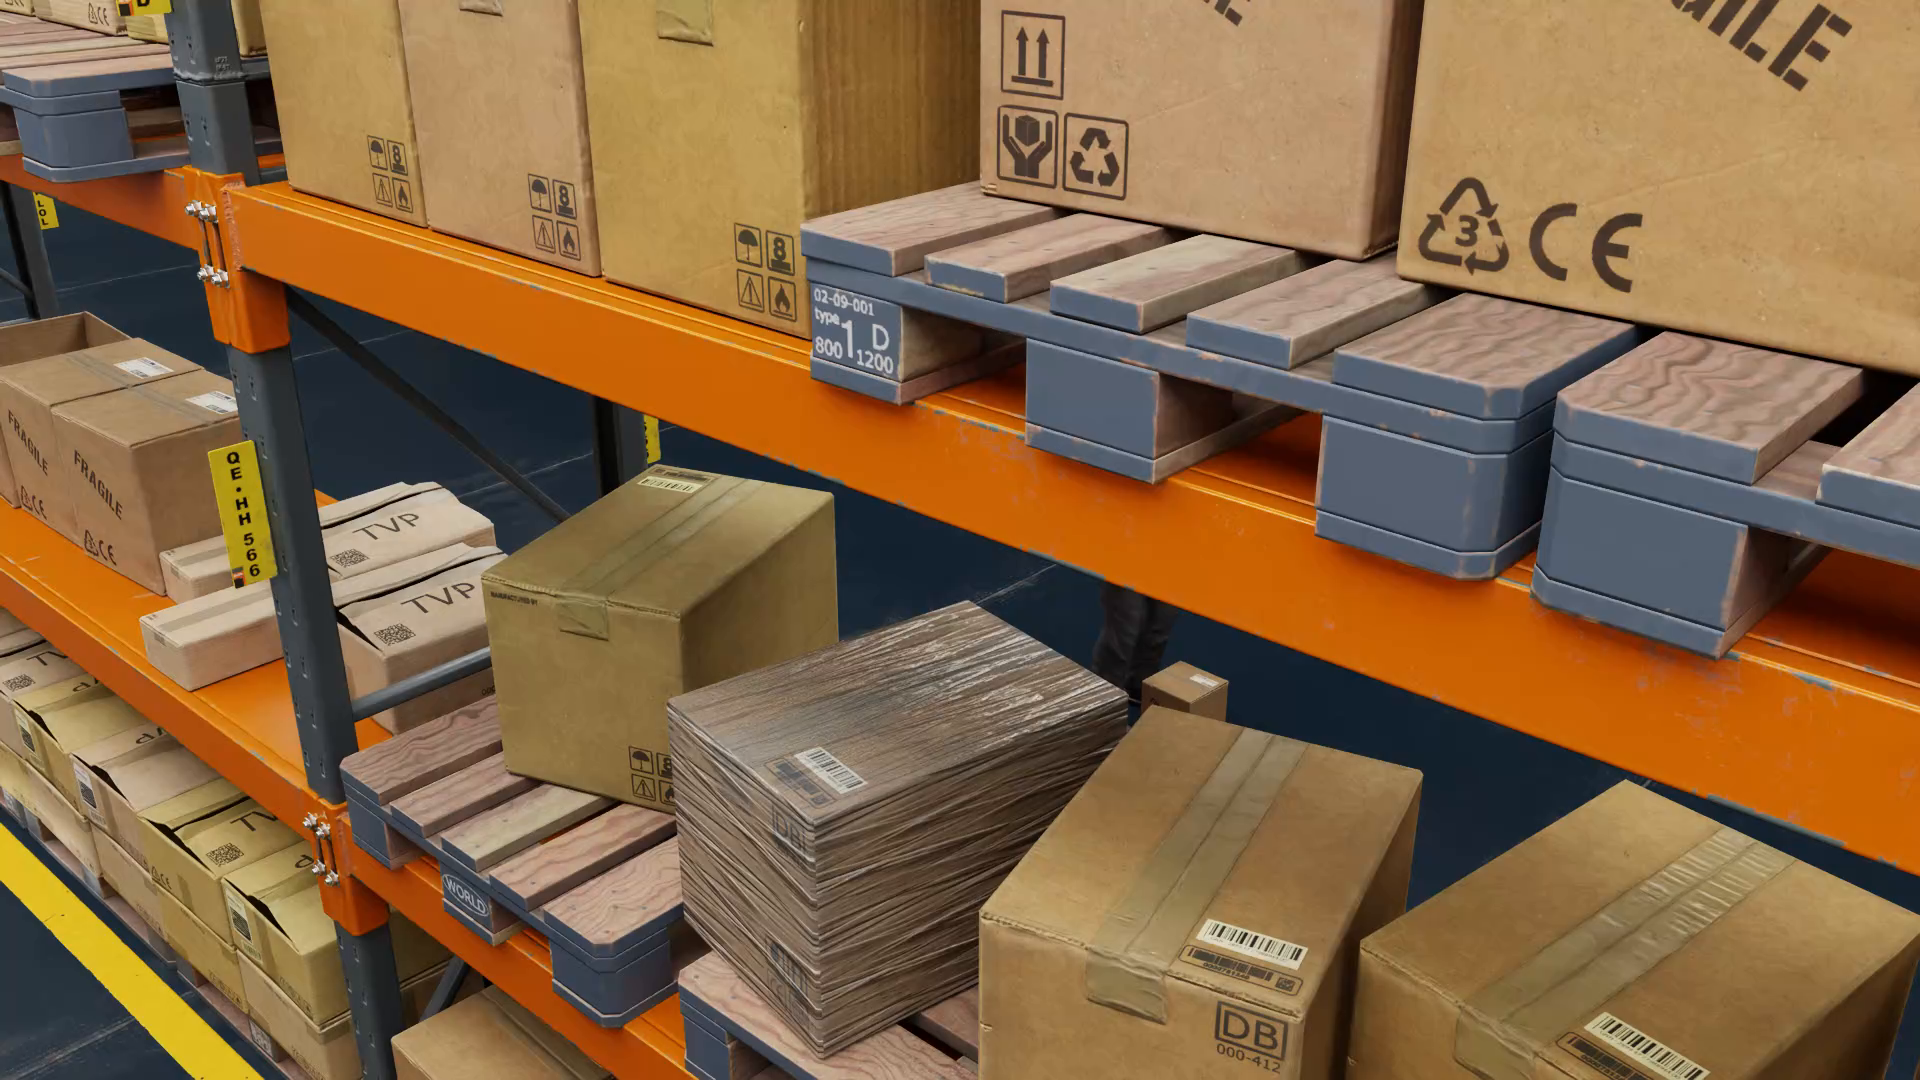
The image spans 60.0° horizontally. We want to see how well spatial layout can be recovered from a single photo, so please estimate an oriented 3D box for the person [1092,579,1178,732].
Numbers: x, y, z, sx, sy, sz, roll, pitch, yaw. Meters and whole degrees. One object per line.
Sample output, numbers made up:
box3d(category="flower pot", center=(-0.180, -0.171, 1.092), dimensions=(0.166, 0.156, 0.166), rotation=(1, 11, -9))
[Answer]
box3d(category="person", center=(0.734, -0.016, 6.643), dimensions=(0.351, 1.654, 0.511), rotation=(20, 31, 37))
